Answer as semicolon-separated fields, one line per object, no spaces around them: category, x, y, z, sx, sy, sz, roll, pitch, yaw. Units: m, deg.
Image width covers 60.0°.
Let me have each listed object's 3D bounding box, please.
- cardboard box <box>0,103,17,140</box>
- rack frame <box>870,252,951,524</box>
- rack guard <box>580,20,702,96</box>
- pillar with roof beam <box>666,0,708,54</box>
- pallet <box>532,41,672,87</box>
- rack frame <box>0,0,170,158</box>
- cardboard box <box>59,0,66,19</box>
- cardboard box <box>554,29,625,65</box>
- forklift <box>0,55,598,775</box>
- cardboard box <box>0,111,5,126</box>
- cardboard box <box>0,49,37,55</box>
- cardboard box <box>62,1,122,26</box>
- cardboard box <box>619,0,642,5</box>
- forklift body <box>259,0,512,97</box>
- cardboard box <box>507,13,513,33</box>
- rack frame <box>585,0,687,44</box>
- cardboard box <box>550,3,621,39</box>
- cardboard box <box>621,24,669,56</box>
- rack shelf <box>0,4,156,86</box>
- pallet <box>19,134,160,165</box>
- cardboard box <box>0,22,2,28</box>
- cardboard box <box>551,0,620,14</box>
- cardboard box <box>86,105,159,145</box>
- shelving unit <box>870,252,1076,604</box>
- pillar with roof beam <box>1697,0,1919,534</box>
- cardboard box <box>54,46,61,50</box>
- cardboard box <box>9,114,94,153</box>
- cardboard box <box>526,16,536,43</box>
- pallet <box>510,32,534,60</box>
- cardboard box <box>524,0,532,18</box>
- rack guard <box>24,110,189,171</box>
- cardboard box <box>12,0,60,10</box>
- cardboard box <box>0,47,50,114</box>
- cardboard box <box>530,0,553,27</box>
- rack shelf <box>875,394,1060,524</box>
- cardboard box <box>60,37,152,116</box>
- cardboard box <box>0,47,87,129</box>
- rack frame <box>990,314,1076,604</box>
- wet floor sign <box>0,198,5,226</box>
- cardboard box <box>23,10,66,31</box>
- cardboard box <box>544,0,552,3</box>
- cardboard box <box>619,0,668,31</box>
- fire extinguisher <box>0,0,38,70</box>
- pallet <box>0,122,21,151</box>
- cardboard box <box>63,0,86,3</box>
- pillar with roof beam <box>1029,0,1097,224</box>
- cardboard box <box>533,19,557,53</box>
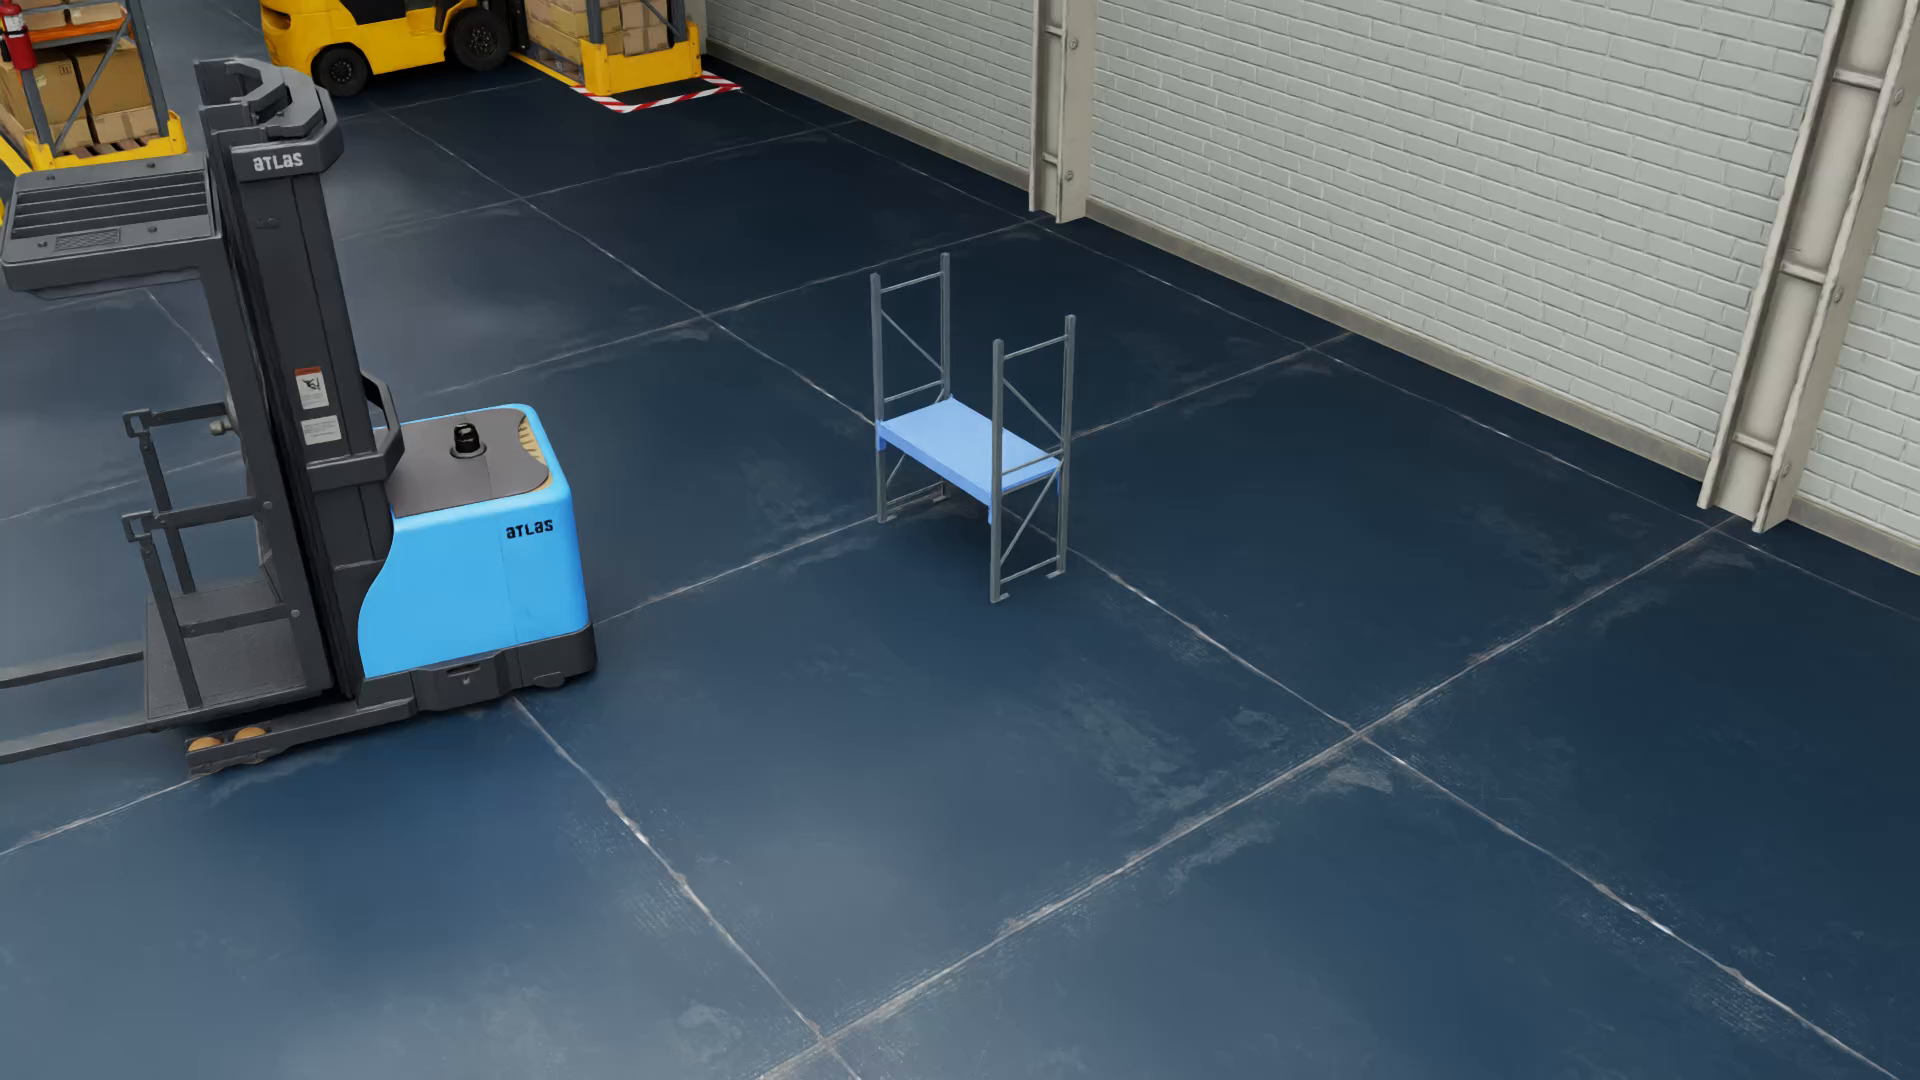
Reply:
cardboard box;-8.103;-3.731;14.622;0.500;0.250;0.500;-22;38;-31
rack frame;-0.259;-0.813;9.138;0.500;1.500;0.032;-22;38;-31
rack guard;-3.150;-4.788;16.485;1.175;0.500;0.348;-22;38;-31
pillar with roof beam;-6.280;-7.597;12.953;9.100;9.000;0.400;-22;38;-31
pallet;-3.666;-4.980;17.069;1.003;0.211;1.213;-22;38;-31
rack frame;-7.083;-4.252;13.253;1.000;3.000;0.127;-22;38;-31
cardboard box;-7.294;-4.455;13.817;0.380;0.149;0.250;-22;38;-31
cardboard box;-3.702;-4.964;16.607;0.500;0.250;0.500;-22;38;-31
forklift;-3.344;-0.500;7.276;3.031;2.935;1.130;-13;34;-19
cardboard box;-8.428;-3.947;14.970;0.500;0.250;0.500;-24;39;-33
cardboard box;-8.058;-4.237;14.112;0.380;0.149;0.250;-21;38;-30
cardboard box;-7.128;-4.354;13.656;0.380;0.149;0.250;-22;38;-31
cardboard box;-3.310;-5.556;16.614;0.500;0.250;0.500;-23;39;-32
forklift body;-5.768;-5.699;16.388;2.313;2.155;1.214;-22;38;-31
cardboard box;-4.635;-5.595;17.623;0.500;0.250;0.500;-21;38;-30
rack frame;-3.164;-5.860;15.842;1.000;3.000;0.127;-22;38;-31
cardboard box;-3.710;-5.184;16.488;0.500;0.250;0.500;-23;38;-32
cardboard box;-3.311;-5.138;16.888;0.500;0.250;0.500;-22;38;-31
rack shelf;-8.309;-4.780;14.785;1.077;0.370;4.000;-22;38;-31
pallet;-7.600;-3.449;14.604;1.003;0.211;1.213;-22;38;-31
cardboard box;-7.724;-4.302;13.571;0.380;0.149;0.250;-23;38;-32
cardboard box;-3.693;-5.386;16.339;0.500;0.250;0.500;-21;37;-30
cardboard box;-7.359;-3.688;14.553;0.500;0.250;0.500;-23;38;-32
shelving unit;0.052;-0.602;8.797;0.538;1.500;1.048;-22;38;-31
pillar with roof beam;1.079;-2.596;4.901;9.100;9.000;0.400;-22;38;-31
cardboard box;-7.698;-4.233;14.720;0.500;0.500;0.500;-24;39;-33
cardboard box;-7.806;-3.522;14.286;0.500;0.250;0.500;-22;38;-32
cardboard box;-4.299;-5.385;17.286;0.500;0.250;0.500;-22;38;-31
pallet;-4.410;-5.488;17.887;1.003;0.211;1.213;-22;38;-31
cardboard box;-4.342;-5.605;17.166;0.500;0.250;0.500;-23;39;-32
rack guard;-7.130;-3.222;13.964;1.175;0.500;0.348;-22;38;-31
cardboard box;-7.633;-4.558;13.369;0.500;0.500;0.500;-23;39;-32
cardboard box;-8.103;-4.047;14.420;0.500;0.500;0.500;-21;37;-30
cardboard box;-4.009;-5.397;16.830;0.500;0.250;0.500;-23;38;-32
rack shelf;0.052;-0.449;8.892;0.538;0.185;1.000;-22;38;-31
cardboard box;-7.374;-4.017;14.371;0.500;0.500;0.500;-24;39;-33
cardboard box;-7.780;-3.831;14.072;0.500;0.500;0.500;-22;38;-31
rack frame;0.364;-0.390;8.456;0.500;1.500;0.032;-22;38;-31
wet floor sign;-7.812;-2.827;13.190;0.267;0.644;0.232;-10;33;-15
cardboard box;-7.481;-4.232;13.459;0.380;0.149;0.250;-21;37;-30
cardboard box;-4.011;-5.597;16.679;0.500;0.250;0.500;-22;38;-31
cardboard box;-3.289;-5.346;16.748;0.500;0.250;0.500;-21;38;-31
fire extinguisher;-7.377;-4.023;12.957;0.296;0.674;0.183;-22;38;-31
pallet;-8.344;-3.957;15.422;1.003;0.211;1.213;-22;38;-31
cardboard box;-7.154;-4.708;13.611;0.500;0.500;0.500;-23;39;-32
pillar with roof beam;-2.601;-5.097;8.927;9.100;9.000;0.400;-22;38;-31
cardboard box;-3.999;-5.174;16.946;0.500;0.250;0.500;-22;38;-31
